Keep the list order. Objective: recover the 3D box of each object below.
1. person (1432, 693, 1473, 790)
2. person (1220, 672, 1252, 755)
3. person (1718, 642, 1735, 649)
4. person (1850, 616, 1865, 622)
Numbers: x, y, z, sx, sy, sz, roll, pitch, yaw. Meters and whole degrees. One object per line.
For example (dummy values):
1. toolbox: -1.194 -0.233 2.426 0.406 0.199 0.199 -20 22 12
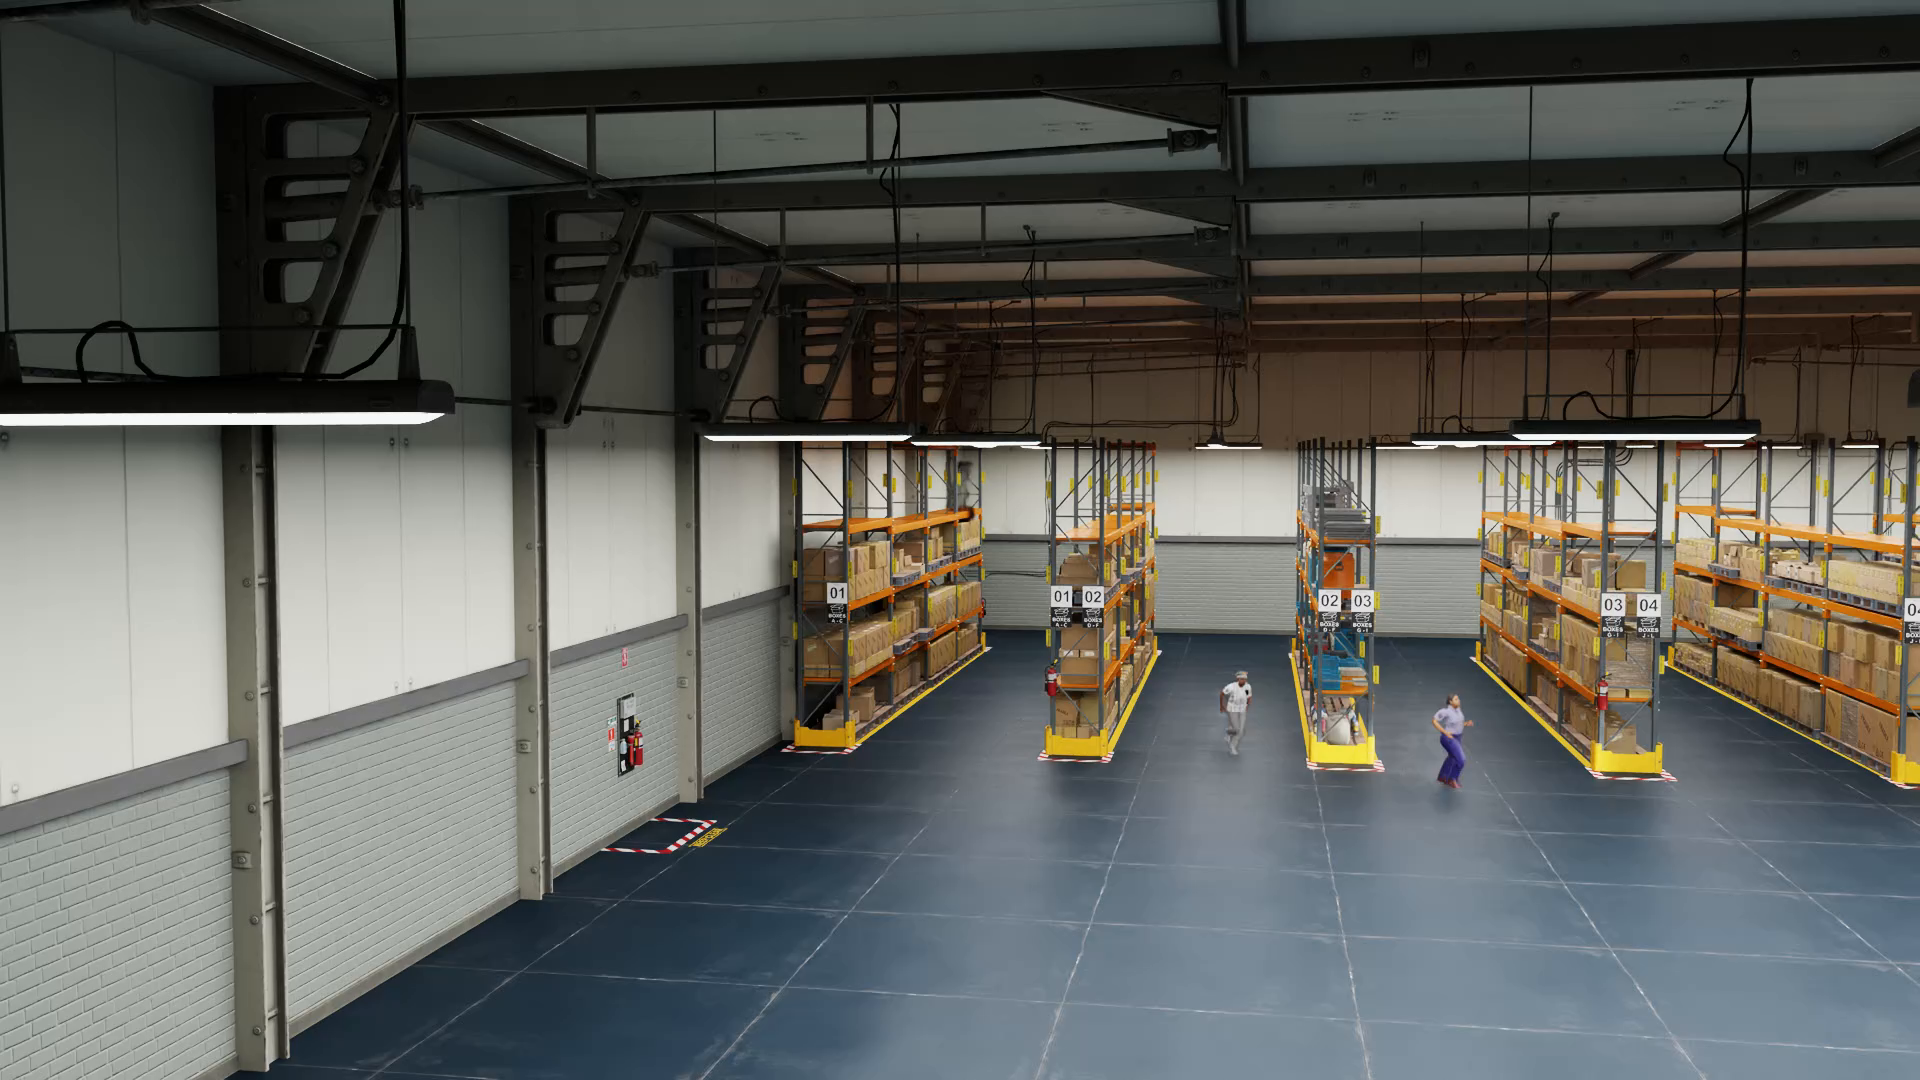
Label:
1. person: 8.349 3.431 28.208 0.691 1.682 0.602 3 4 41
2. person: 5.248 3.267 31.501 0.563 1.617 0.690 -1 3 -18
3. person: 21.108 2.478 45.740 0.632 1.660 0.555 0 3 3
4. person: 24.266 2.533 44.894 0.635 1.626 0.557 0 3 5
